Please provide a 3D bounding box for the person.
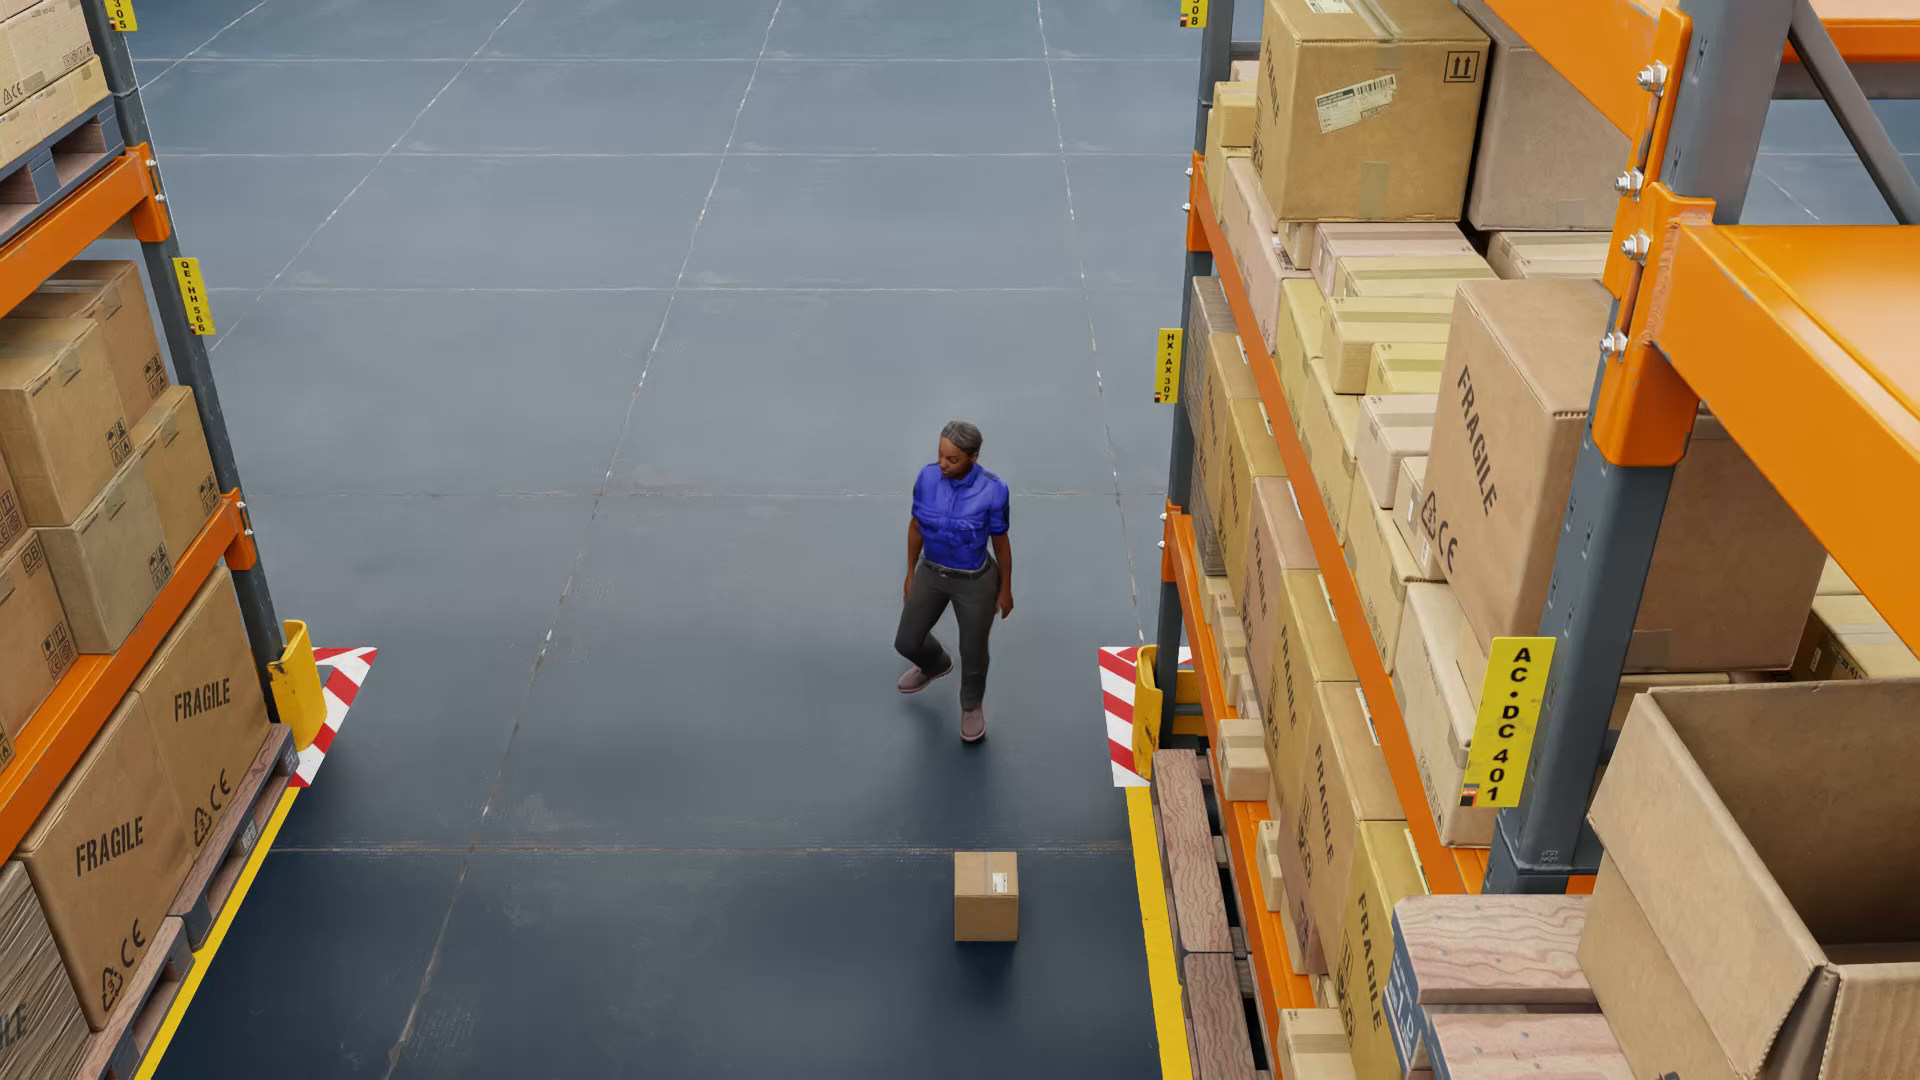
[{"bbox_3d":[-0.045,0.137,7.394,0.610,1.651,0.469,12,34,18],"label":"person"}]
